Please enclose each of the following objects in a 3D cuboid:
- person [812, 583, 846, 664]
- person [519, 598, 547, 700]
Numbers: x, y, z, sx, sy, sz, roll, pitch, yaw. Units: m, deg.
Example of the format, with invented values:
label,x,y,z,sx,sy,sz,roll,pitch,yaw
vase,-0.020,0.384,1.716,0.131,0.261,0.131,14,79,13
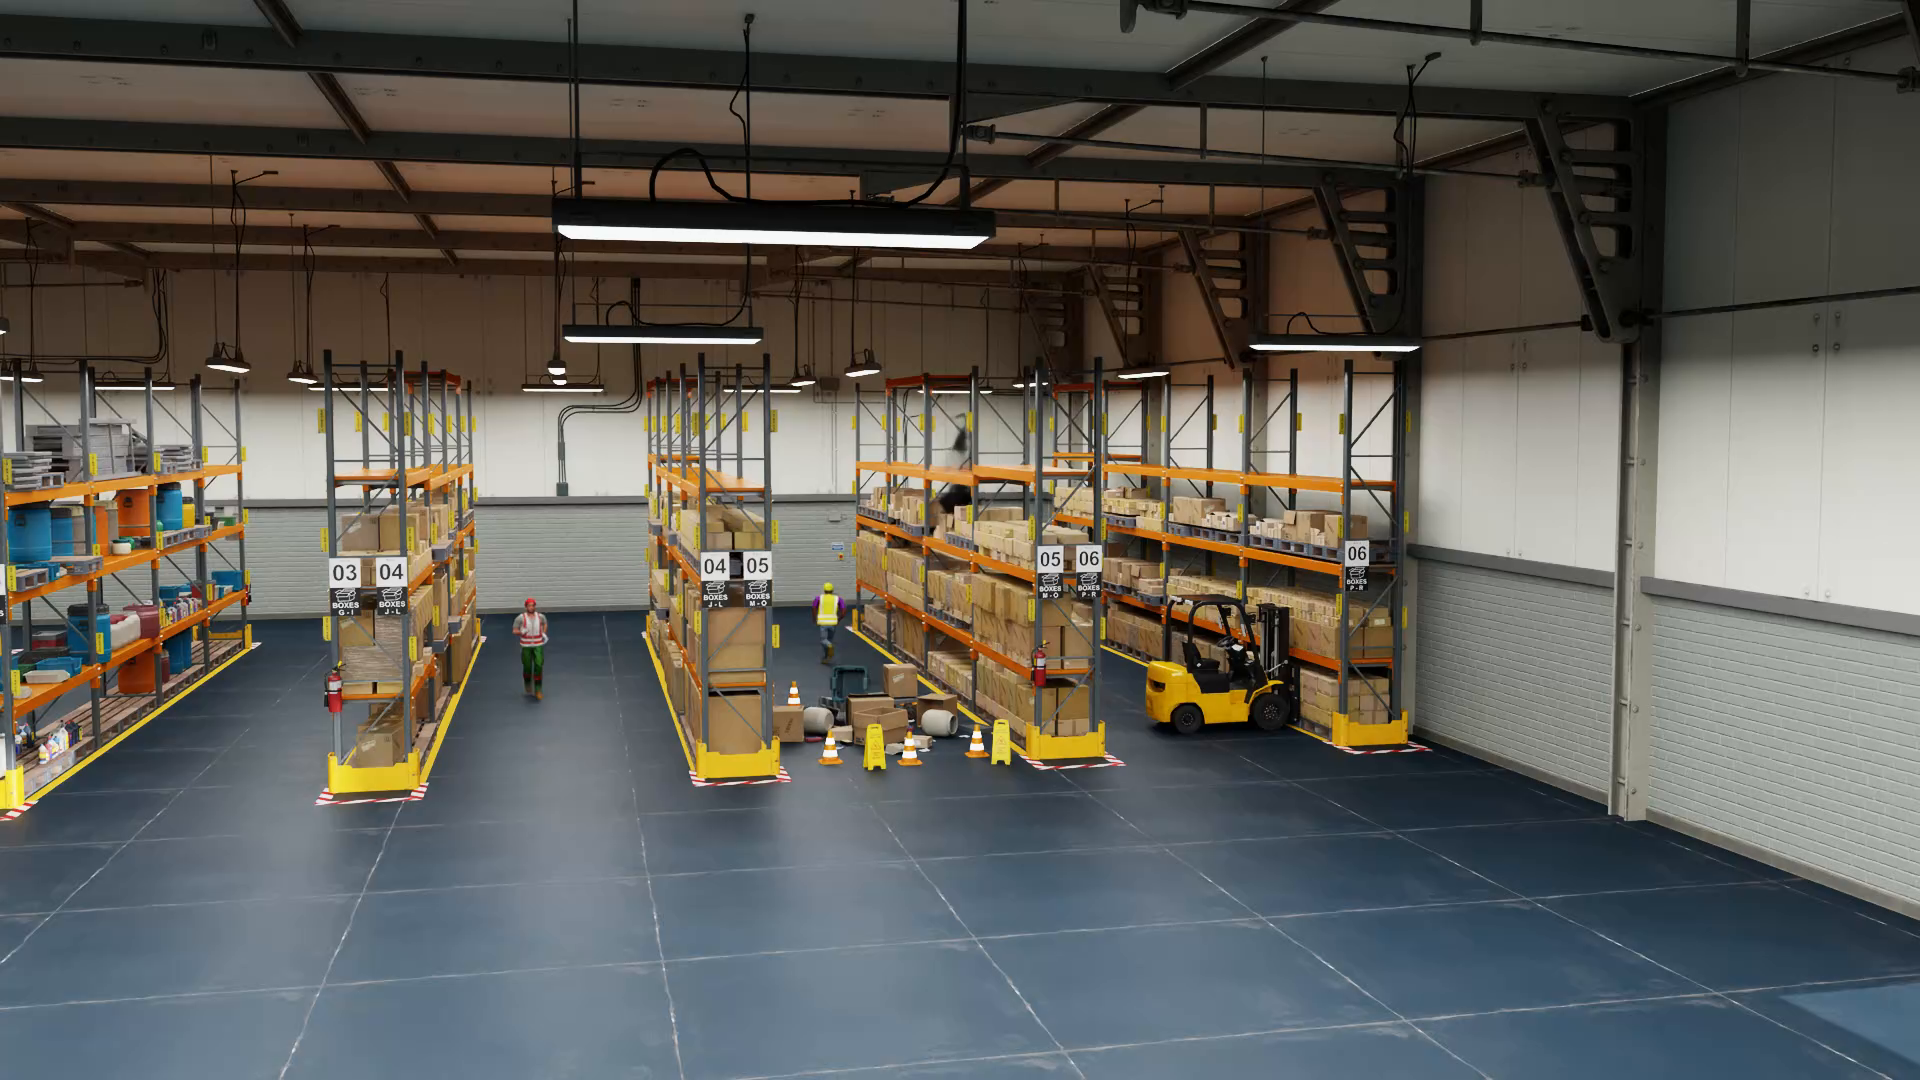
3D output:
label,x,y,z,sx,sy,sz,roll,pitch,yaw
person,-2.715,1.771,34.428,0.710,1.745,0.888,-1,4,-18
person,-7.810,1.970,30.473,0.499,1.829,0.850,-2,4,-21
